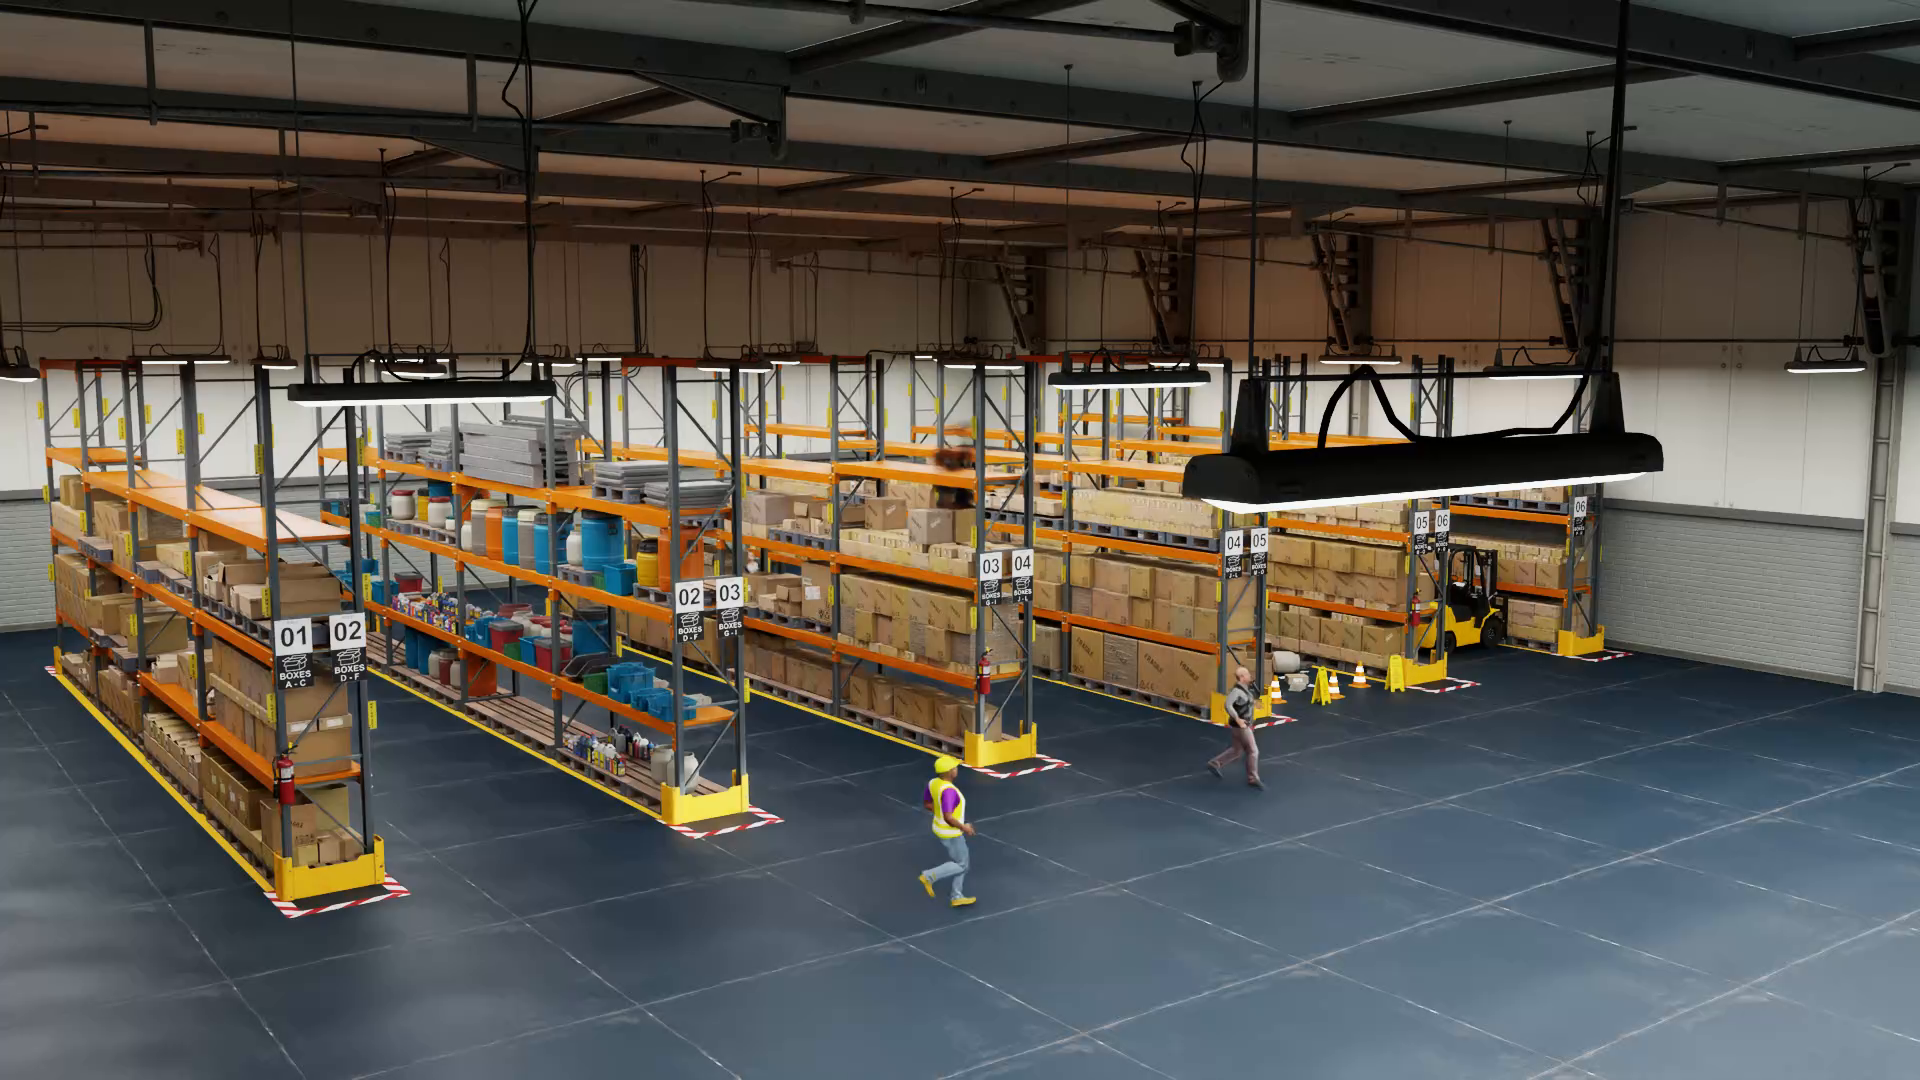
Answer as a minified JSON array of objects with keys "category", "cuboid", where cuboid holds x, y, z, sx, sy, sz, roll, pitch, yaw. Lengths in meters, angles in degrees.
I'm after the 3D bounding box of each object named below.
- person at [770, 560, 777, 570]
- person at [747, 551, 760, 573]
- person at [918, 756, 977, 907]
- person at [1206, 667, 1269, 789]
[{"category":"person","cuboid":[-4.720,0.517,41.906,0.585,1.624,0.625,0,7,2]},{"category":"person","cuboid":[-4.614,1.055,37.102,0.552,1.631,0.577,-5,8,-34]},{"category":"person","cuboid":[-0.161,3.258,18.566,0.712,1.731,0.700,-2,7,-20]},{"category":"person","cuboid":[3.950,2.653,23.599,0.888,1.735,0.649,1,7,8]}]
